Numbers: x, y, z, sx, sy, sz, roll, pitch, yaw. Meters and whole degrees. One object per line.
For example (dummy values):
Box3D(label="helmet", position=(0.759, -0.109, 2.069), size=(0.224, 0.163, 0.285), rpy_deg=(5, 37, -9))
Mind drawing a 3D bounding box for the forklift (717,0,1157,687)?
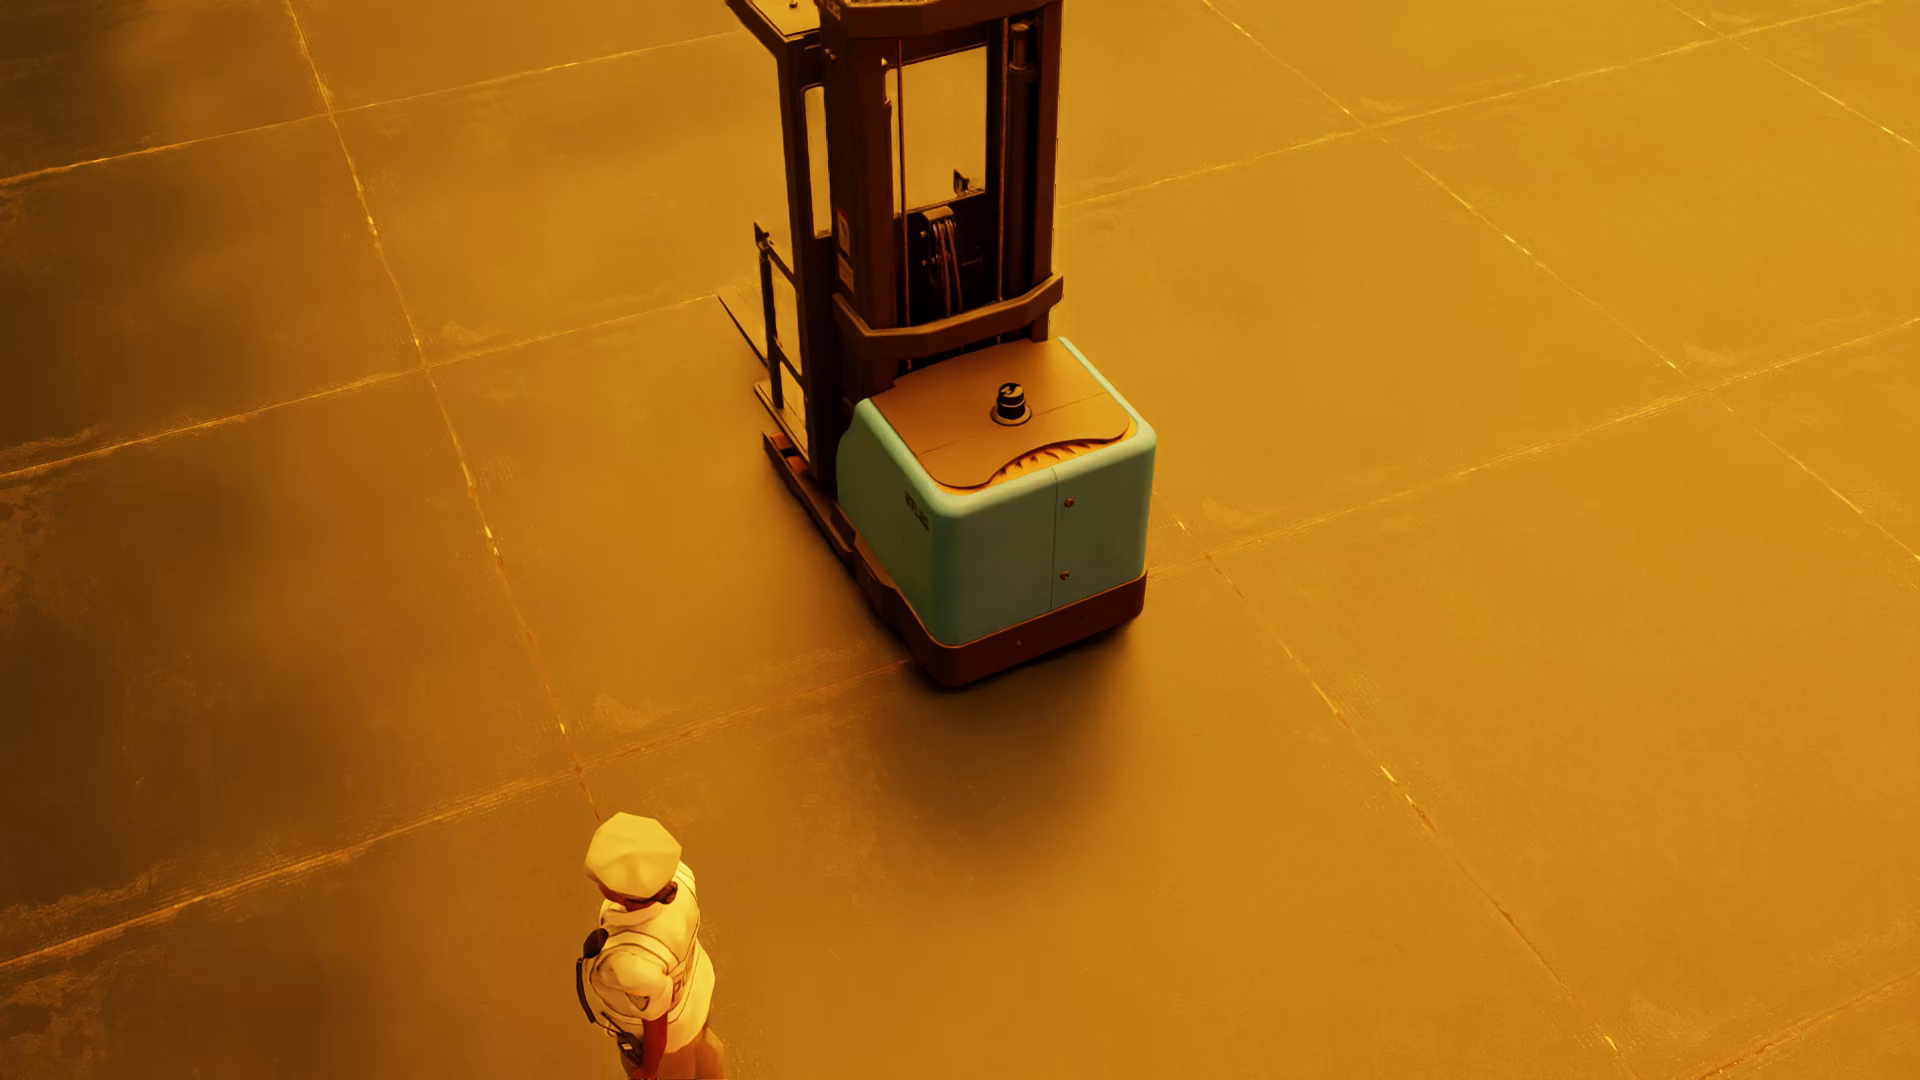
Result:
Box3D(label="forklift", position=(-0.312, -1.452, 7.236), size=(1.130, 2.935, 3.031), rpy_deg=(-20, 46, -20))

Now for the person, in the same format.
Box3D(label="person", position=(-0.921, 1.422, 5.071), size=(0.345, 1.689, 0.462), rpy_deg=(5, 43, 5))
